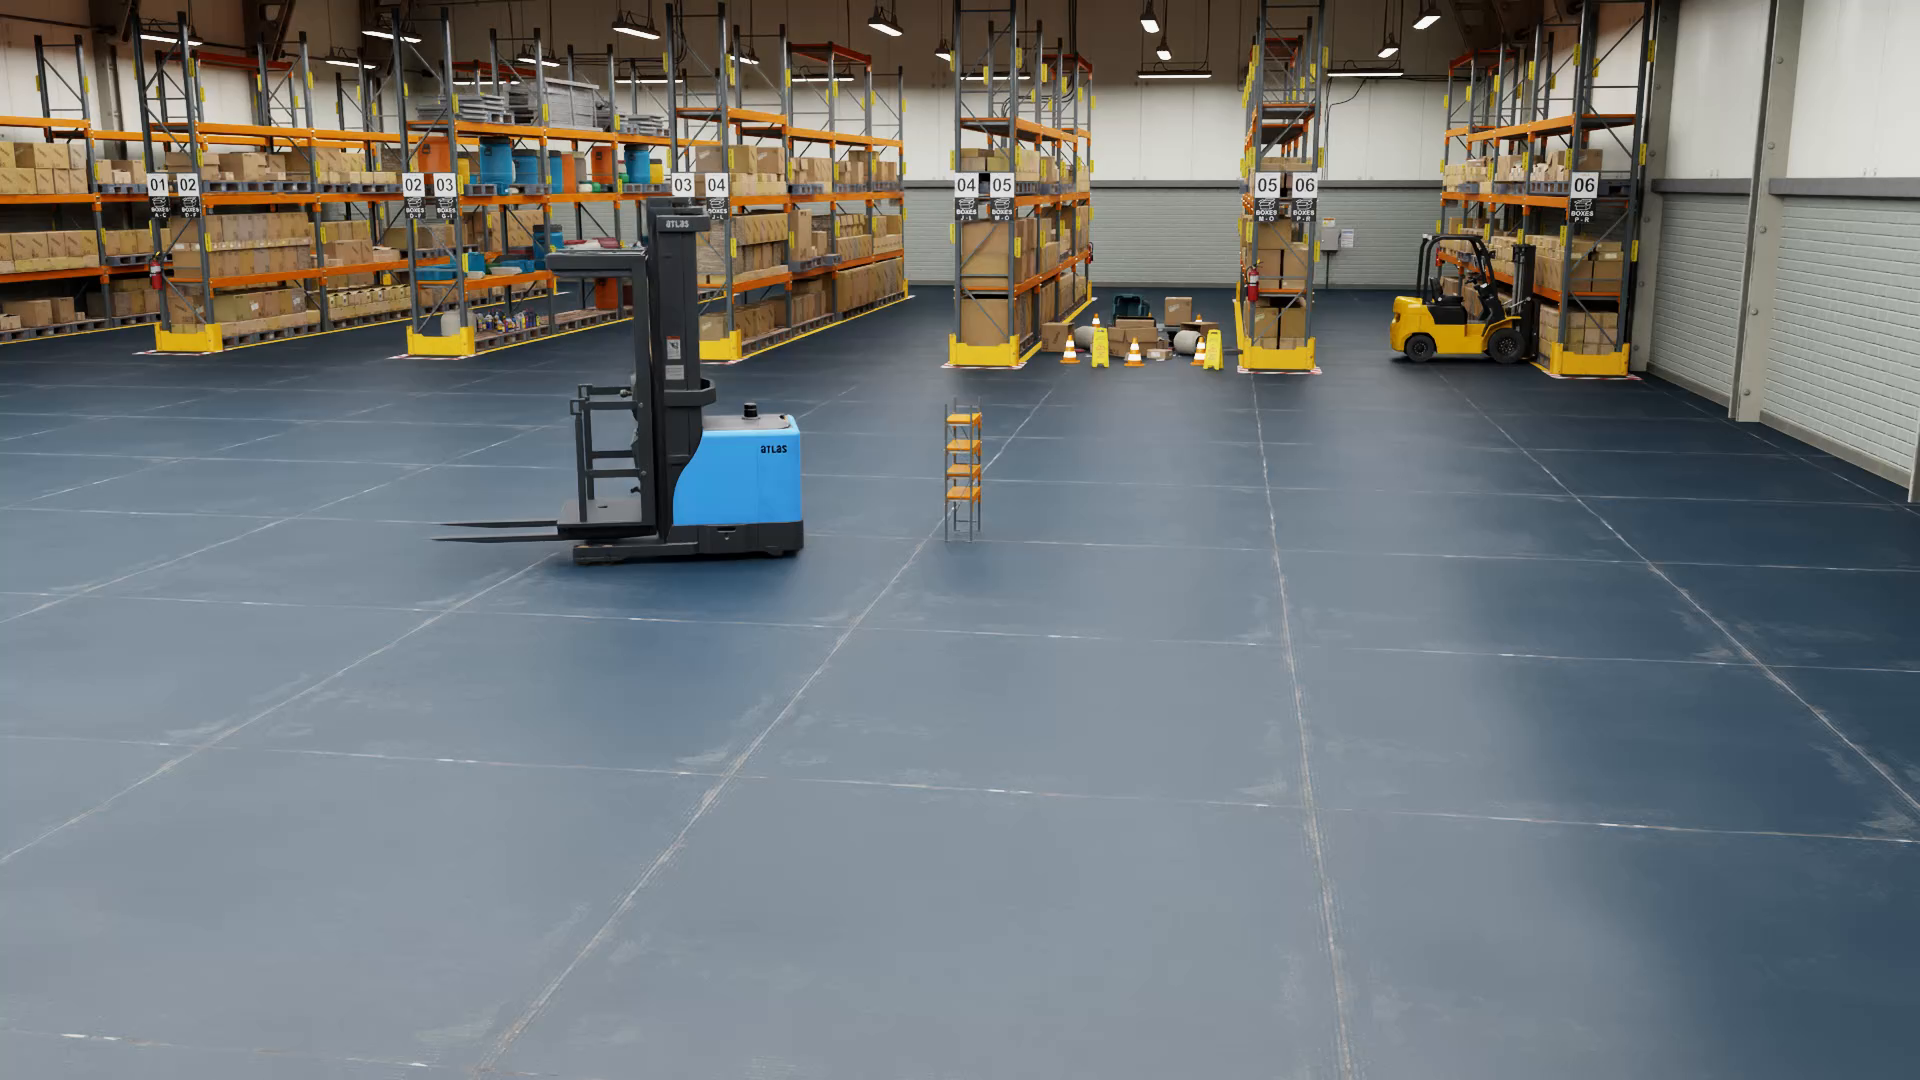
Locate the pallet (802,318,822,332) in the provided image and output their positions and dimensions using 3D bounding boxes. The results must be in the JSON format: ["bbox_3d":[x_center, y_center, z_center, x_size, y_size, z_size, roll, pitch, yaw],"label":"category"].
[{"bbox_3d":[-3.549,-4.548,35.098,1.003,0.211,1.213,2,12,9],"label":"pallet"}]

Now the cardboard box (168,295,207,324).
[{"bbox_3d":[-14.467,-4.333,31.228,0.500,0.500,0.500,2,12,9],"label":"cardboard box"}]

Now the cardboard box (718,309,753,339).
[{"bbox_3d":[-4.182,-4.030,31.010,0.500,0.500,0.500,3,13,14],"label":"cardboard box"}]

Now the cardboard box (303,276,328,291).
[{"bbox_3d":[-17.089,-6.777,43.757,0.700,0.500,0.500,2,12,9],"label":"cardboard box"}]

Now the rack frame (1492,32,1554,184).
[{"bbox_3d":[11.460,-8.779,33.869,1.000,3.000,0.127,2,12,9],"label":"rack frame"}]

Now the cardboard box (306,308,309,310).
[{"bbox_3d":[-13.863,-4.773,35.052,0.500,0.250,0.500,2,12,8],"label":"cardboard box"}]

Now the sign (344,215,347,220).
[{"bbox_3d":[-17.237,-8.955,46.685,0.100,0.325,0.005,2,12,9],"label":"sign"}]

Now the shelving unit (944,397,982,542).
[{"bbox_3d":[0.025,-0.621,14.527,0.258,1.200,0.503,2,12,9],"label":"shelving unit"}]

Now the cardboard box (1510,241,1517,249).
[{"bbox_3d":[10.699,-5.620,31.676,0.380,0.149,0.250,1,12,7],"label":"cardboard box"}]

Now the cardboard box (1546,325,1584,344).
[{"bbox_3d":[9.996,-3.398,27.483,0.500,0.250,0.500,2,12,8],"label":"cardboard box"}]

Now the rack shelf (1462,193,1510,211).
[{"bbox_3d":[11.768,-7.377,36.193,1.077,0.370,4.000,2,12,9],"label":"rack shelf"}]

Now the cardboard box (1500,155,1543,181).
[{"bbox_3d":[11.129,-7.364,32.954,0.700,0.500,0.500,2,12,8],"label":"cardboard box"}]

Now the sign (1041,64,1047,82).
[{"bbox_3d":[1.578,-8.757,31.172,0.100,0.325,0.005,2,12,9],"label":"sign"}]

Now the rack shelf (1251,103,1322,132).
[{"bbox_3d":[5.632,-7.337,28.892,1.077,0.370,4.000,2,12,9],"label":"rack shelf"}]

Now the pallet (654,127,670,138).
[{"bbox_3d":[-7.613,-9.792,39.968,1.003,0.211,1.213,2,12,9],"label":"pallet"}]

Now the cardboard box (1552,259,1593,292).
[{"bbox_3d":[10.046,-4.341,27.278,0.500,0.500,0.500,2,12,7],"label":"cardboard box"}]

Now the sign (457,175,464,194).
[{"bbox_3d":[-8.819,-6.275,29.347,0.100,0.325,0.005,2,12,9],"label":"sign"}]

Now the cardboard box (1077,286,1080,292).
[{"bbox_3d":[2.799,-6.271,41.536,0.380,0.149,0.250,2,12,8],"label":"cardboard box"}]

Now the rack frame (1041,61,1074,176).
[{"bbox_3d":[2.260,-9.911,39.122,0.949,2.616,0.053,2,12,9],"label":"rack frame"}]

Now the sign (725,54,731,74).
[{"bbox_3d":[-3.931,-8.072,28.186,0.100,0.325,0.005,2,12,9],"label":"sign"}]

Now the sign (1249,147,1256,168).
[{"bbox_3d":[4.779,-6.262,27.210,0.100,0.325,0.005,2,12,9],"label":"sign"}]

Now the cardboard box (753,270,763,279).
[{"bbox_3d":[-3.862,-4.900,30.706,0.380,0.149,0.250,2,12,9],"label":"cardboard box"}]

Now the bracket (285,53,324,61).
[{"bbox_3d":[-17.241,-13.119,45.463,0.076,0.066,4.783,2,12,9],"label":"bracket"}]

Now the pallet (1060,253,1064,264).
[{"bbox_3d":[1.653,-6.204,36.615,1.213,0.211,1.003,2,12,9],"label":"pallet"}]

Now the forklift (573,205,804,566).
[{"bbox_3d":[-2.324,-1.328,13.848,1.939,2.867,1.129,-2,12,-9],"label":"forklift"}]

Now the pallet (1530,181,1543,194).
[{"bbox_3d":[10.739,-6.258,29.503,1.003,0.211,1.213,2,12,9],"label":"pallet"}]

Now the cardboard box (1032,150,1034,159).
[{"bbox_3d":[1.137,-7.003,30.218,0.380,0.149,0.250,2,12,9],"label":"cardboard box"}]

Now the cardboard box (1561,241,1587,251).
[{"bbox_3d":[10.084,-4.826,27.284,0.380,0.149,0.250,2,12,9],"label":"cardboard box"}]

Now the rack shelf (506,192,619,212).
[{"bbox_3d":[-8.439,-7.186,35.306,1.077,0.370,4.000,2,12,9],"label":"rack shelf"}]

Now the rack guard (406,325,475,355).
[{"bbox_3d":[-9.396,-3.618,30.095,1.175,0.500,0.348,2,12,9],"label":"rack guard"}]

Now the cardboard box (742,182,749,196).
[{"bbox_3d":[-4.065,-6.255,29.632,0.500,0.250,0.500,2,12,7],"label":"cardboard box"}]

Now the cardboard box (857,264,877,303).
[{"bbox_3d":[-2.701,-6.193,40.156,1.225,0.875,0.875,2,12,9],"label":"cardboard box"}]

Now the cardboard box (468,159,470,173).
[{"bbox_3d":[-12.560,-9.149,41.233,0.600,0.600,0.600,1,12,3],"label":"cardboard box"}]

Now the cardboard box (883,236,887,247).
[{"bbox_3d":[-2.135,-7.533,41.977,0.500,0.250,0.500,2,12,10],"label":"cardboard box"}]

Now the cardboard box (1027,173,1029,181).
[{"bbox_3d":[1.020,-6.455,29.566,0.380,0.149,0.250,2,12,9],"label":"cardboard box"}]

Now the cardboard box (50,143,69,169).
[{"bbox_3d":[-18.419,-7.762,33.611,0.500,0.500,0.500,3,12,12],"label":"cardboard box"}]

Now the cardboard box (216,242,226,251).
[{"bbox_3d":[-13.944,-5.480,31.022,0.380,0.149,0.250,2,12,7],"label":"cardboard box"}]

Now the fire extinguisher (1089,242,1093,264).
[{"bbox_3d":[3.373,-7.628,43.839,0.296,0.674,0.183,2,12,9],"label":"fire extinguisher"}]

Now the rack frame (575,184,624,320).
[{"bbox_3d":[-8.131,-6.488,37.478,1.000,3.000,0.127,2,12,9],"label":"rack frame"}]

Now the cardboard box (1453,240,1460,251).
[{"bbox_3d":[11.975,-6.970,39.364,0.500,0.250,0.500,2,12,9],"label":"cardboard box"}]

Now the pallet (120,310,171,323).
[{"bbox_3d":[-18.232,-5.030,37.332,1.003,0.211,1.213,2,12,9],"label":"pallet"}]

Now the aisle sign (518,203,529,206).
[{"bbox_3d":[-12.074,-9.609,45.790,0.394,0.787,0.004,2,12,9],"label":"aisle sign"}]

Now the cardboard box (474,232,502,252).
[{"bbox_3d":[-12.062,-7.628,42.531,0.500,0.500,0.500,2,12,10],"label":"cardboard box"}]

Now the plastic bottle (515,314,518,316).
[{"bbox_3d":[-8.740,-4.355,33.002,0.152,0.276,0.135,2,12,9],"label":"plastic bottle"}]

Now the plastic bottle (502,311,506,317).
[{"bbox_3d":[-9.229,-4.484,33.614,0.097,0.271,0.097,0,12,0],"label":"plastic bottle"}]

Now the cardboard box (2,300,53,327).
[{"bbox_3d":[-18.706,-4.548,33.364,0.700,0.500,0.500,1,12,5],"label":"cardboard box"}]

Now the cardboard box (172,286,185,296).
[{"bbox_3d":[-18.174,-5.547,38.001,0.700,0.500,0.500,2,12,9],"label":"cardboard box"}]

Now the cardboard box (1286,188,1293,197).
[{"bbox_3d":[5.648,-5.801,27.765,0.380,0.149,0.250,1,12,7],"label":"cardboard box"}]

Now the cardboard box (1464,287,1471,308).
[{"bbox_3d":[11.706,-5.458,37.635,0.500,0.500,0.500,2,12,8],"label":"cardboard box"}]

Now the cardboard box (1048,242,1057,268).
[{"bbox_3d":[1.766,-5.988,34.923,0.500,0.500,0.500,2,12,9],"label":"cardboard box"}]

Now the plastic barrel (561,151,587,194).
[{"bbox_3d":[-8.472,-8.035,36.349,0.600,0.901,0.600,0,12,0],"label":"plastic barrel"}]
